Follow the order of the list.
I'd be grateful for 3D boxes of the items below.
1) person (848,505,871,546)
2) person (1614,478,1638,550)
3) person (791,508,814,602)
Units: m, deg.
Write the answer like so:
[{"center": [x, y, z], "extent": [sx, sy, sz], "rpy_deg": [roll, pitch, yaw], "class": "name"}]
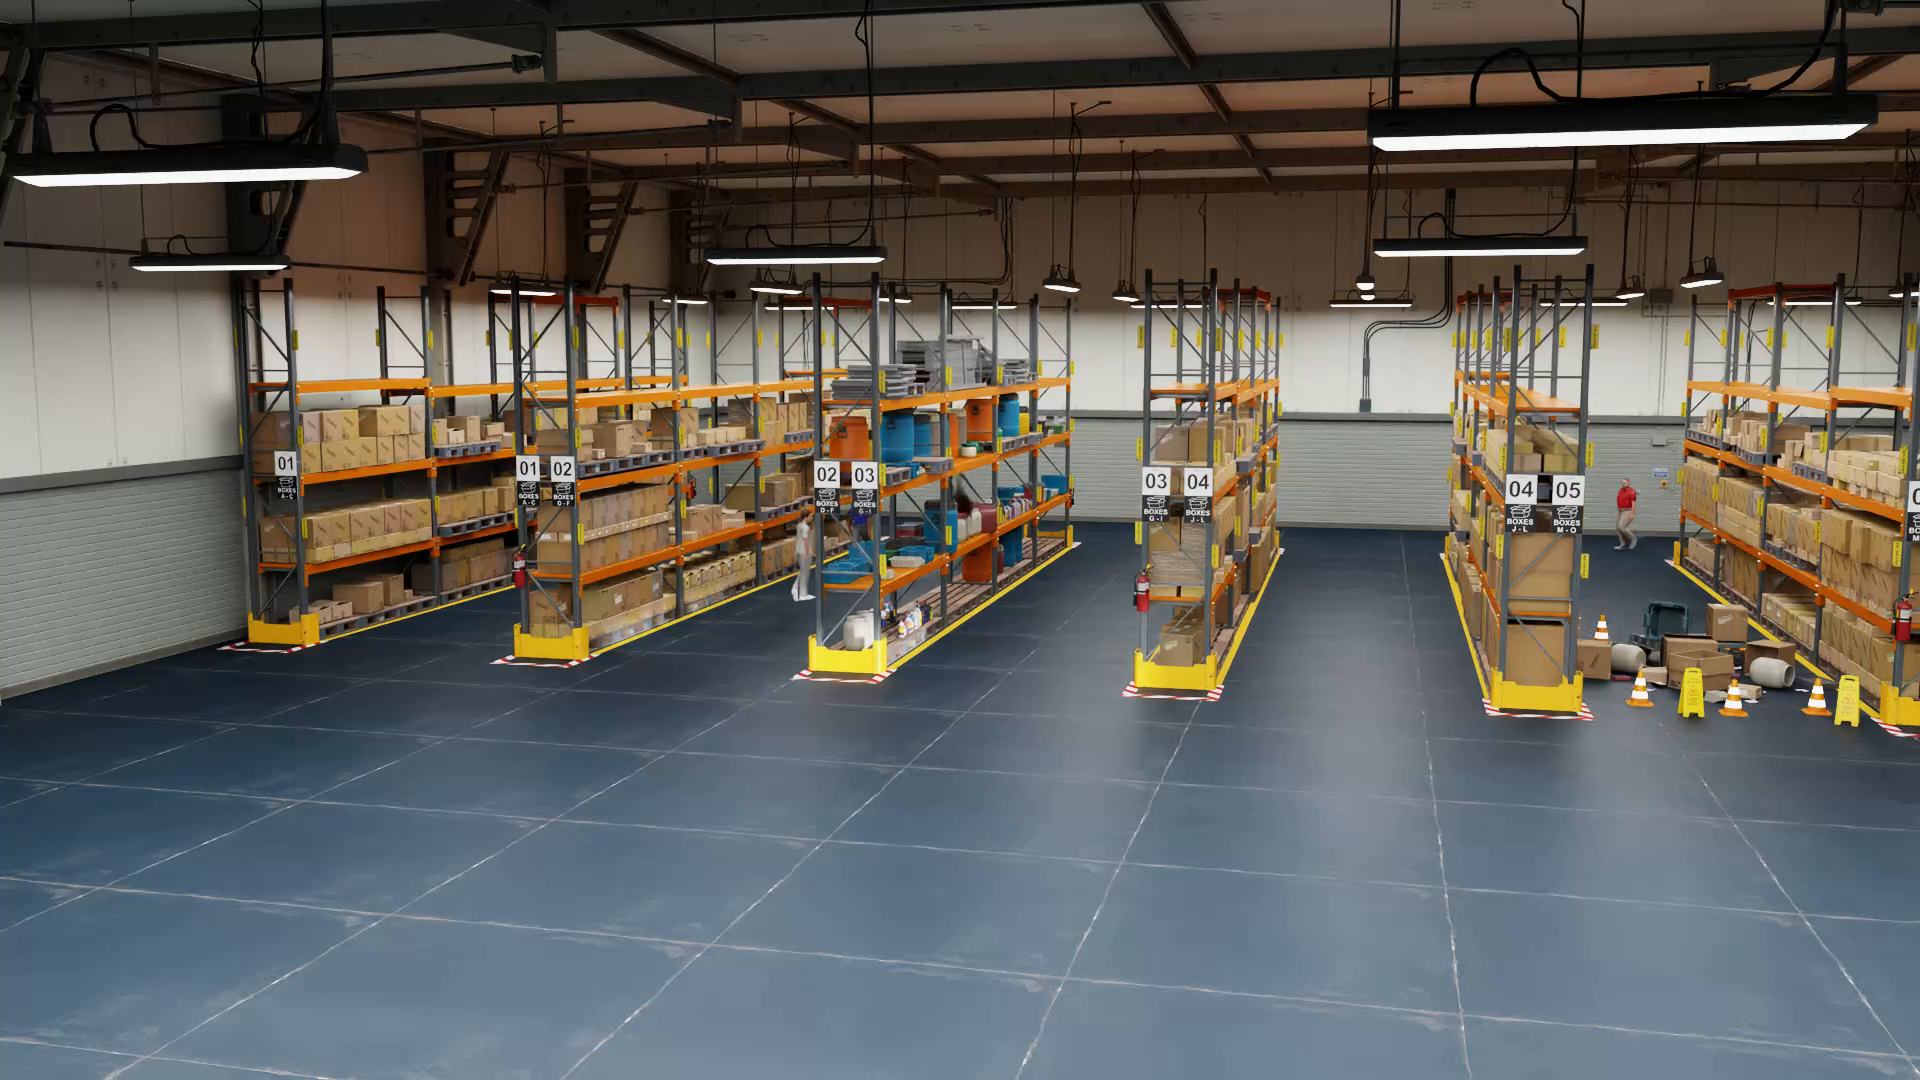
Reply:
[{"center": [-2.078, -0.194, 34.350], "extent": [0.517, 1.623, 0.901], "rpy_deg": [1, 7, 8], "class": "person"}, {"center": [15.880, -0.624, 39.679], "extent": [0.512, 1.719, 0.532], "rpy_deg": [-1, 7, -6], "class": "person"}, {"center": [-2.850, 0.276, 30.114], "extent": [0.439, 1.710, 0.450], "rpy_deg": [-6, 9, -41], "class": "person"}]
